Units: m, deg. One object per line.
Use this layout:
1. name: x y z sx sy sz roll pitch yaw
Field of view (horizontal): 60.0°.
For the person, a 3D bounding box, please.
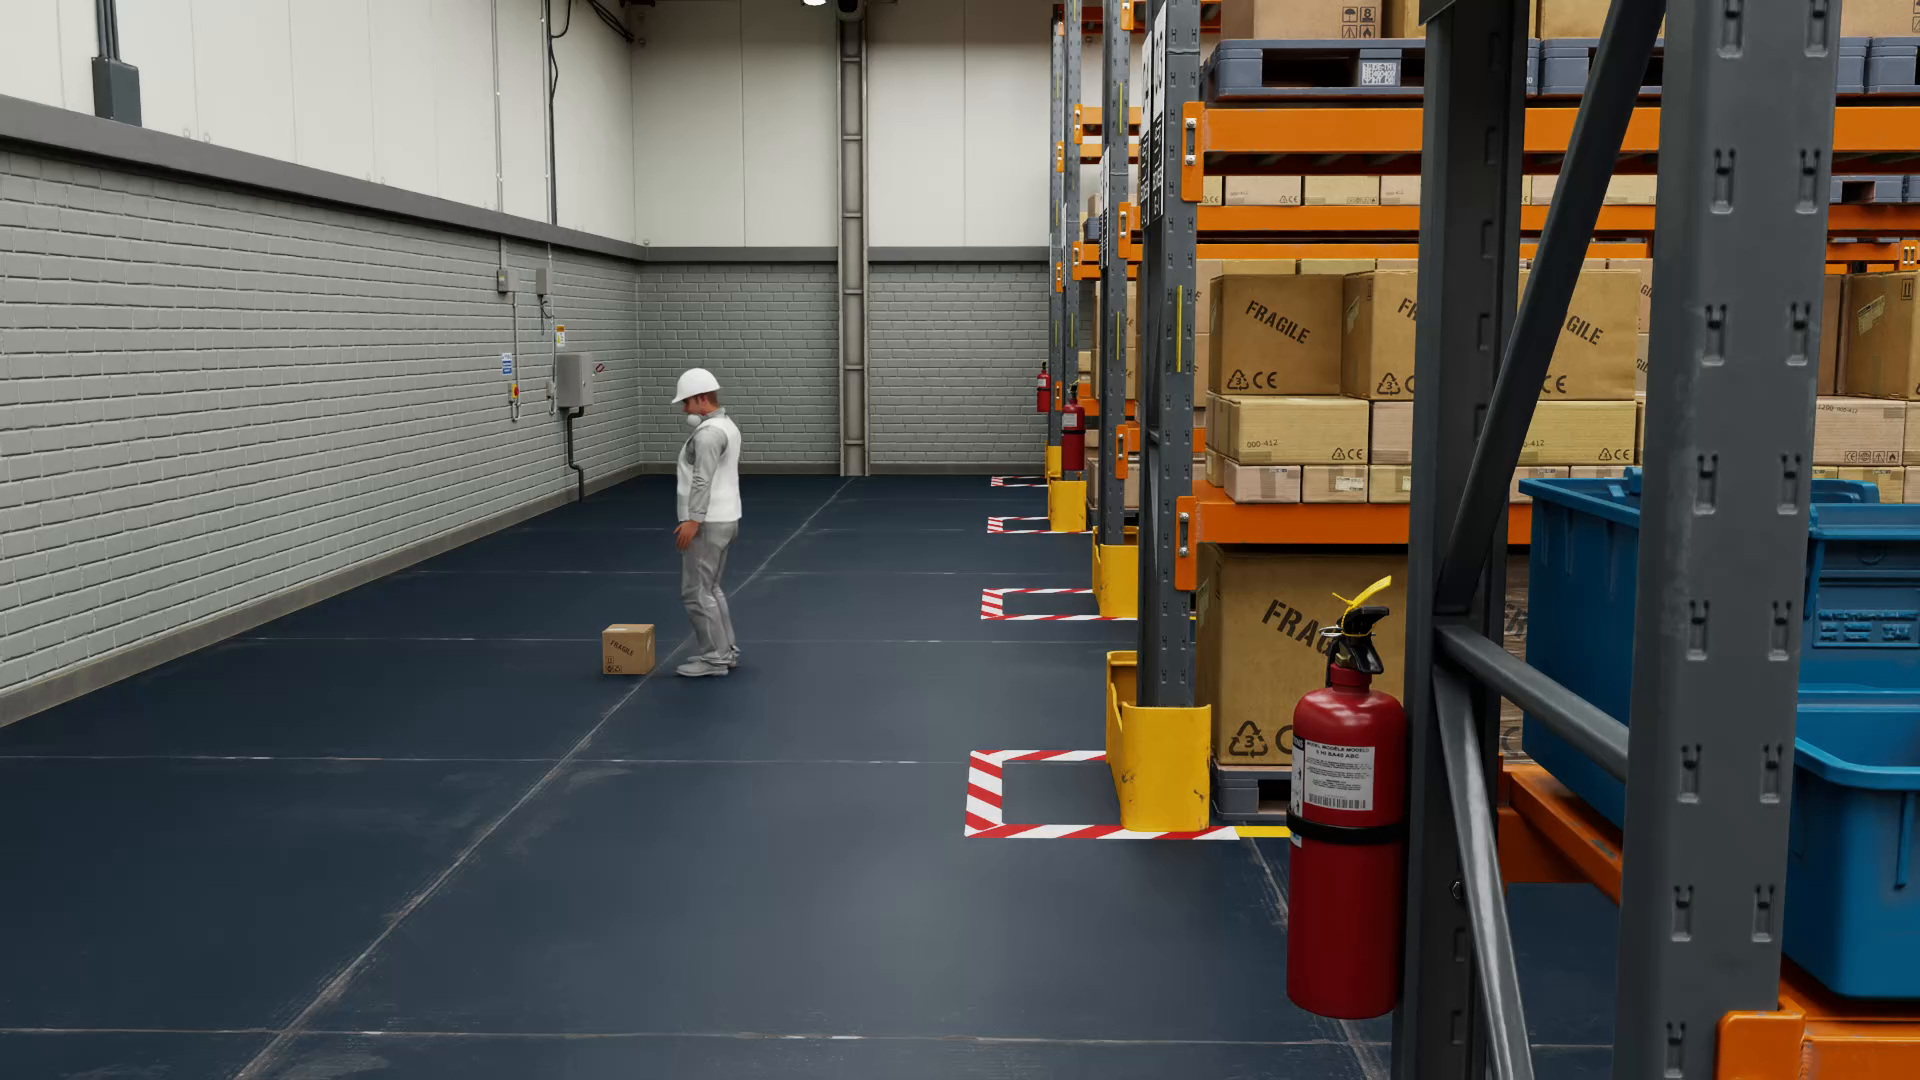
1. person: -1.457 -0.102 9.557 0.378 1.760 0.538 0 7 2
